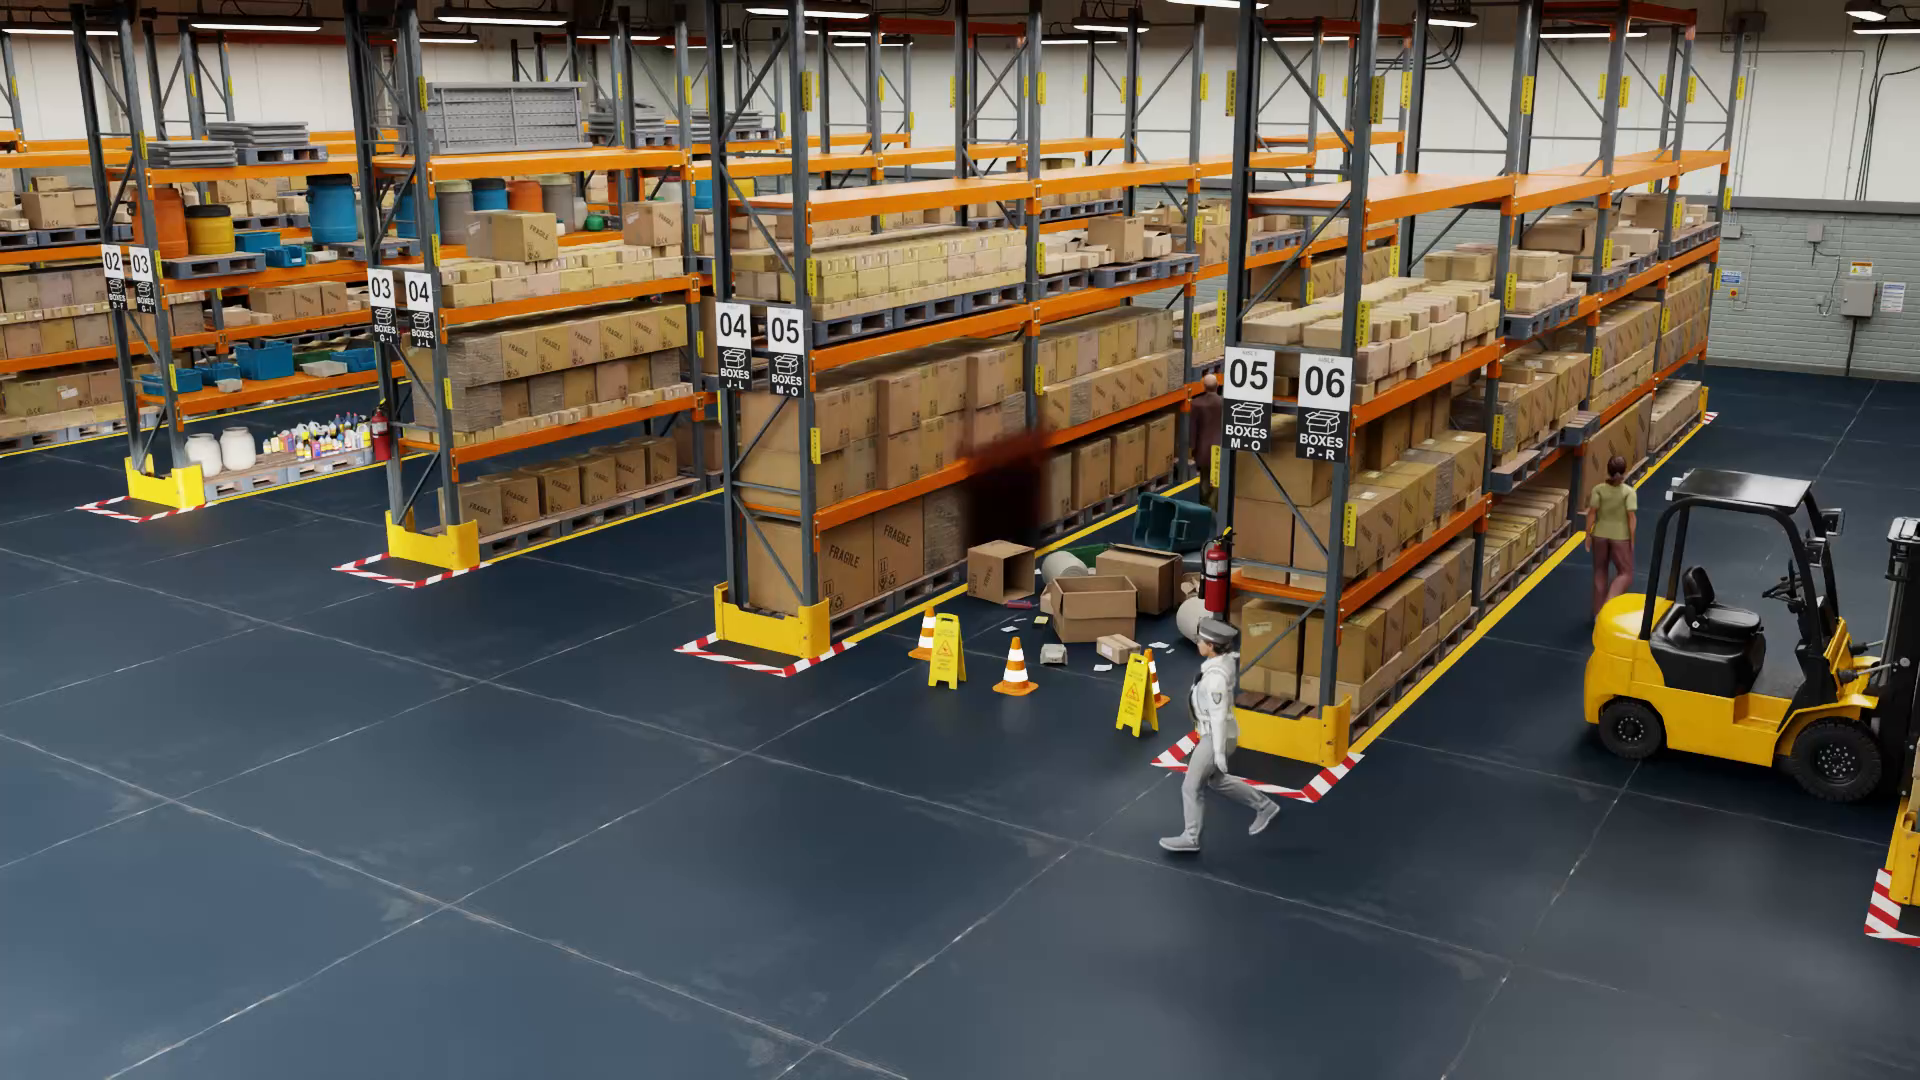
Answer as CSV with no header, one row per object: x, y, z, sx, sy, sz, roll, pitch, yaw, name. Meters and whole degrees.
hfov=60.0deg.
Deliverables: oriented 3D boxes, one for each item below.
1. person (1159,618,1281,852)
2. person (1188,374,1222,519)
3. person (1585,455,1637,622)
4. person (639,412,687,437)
1.799,1.340,11.281,0.840,1.640,0.477,1,16,2,person
3.016,-1.094,19.860,0.619,1.774,0.573,7,17,24,person
6.300,0.012,16.091,0.495,1.669,0.534,9,18,30,person
-4.287,-2.104,23.548,0.656,1.688,1.073,10,18,32,person
